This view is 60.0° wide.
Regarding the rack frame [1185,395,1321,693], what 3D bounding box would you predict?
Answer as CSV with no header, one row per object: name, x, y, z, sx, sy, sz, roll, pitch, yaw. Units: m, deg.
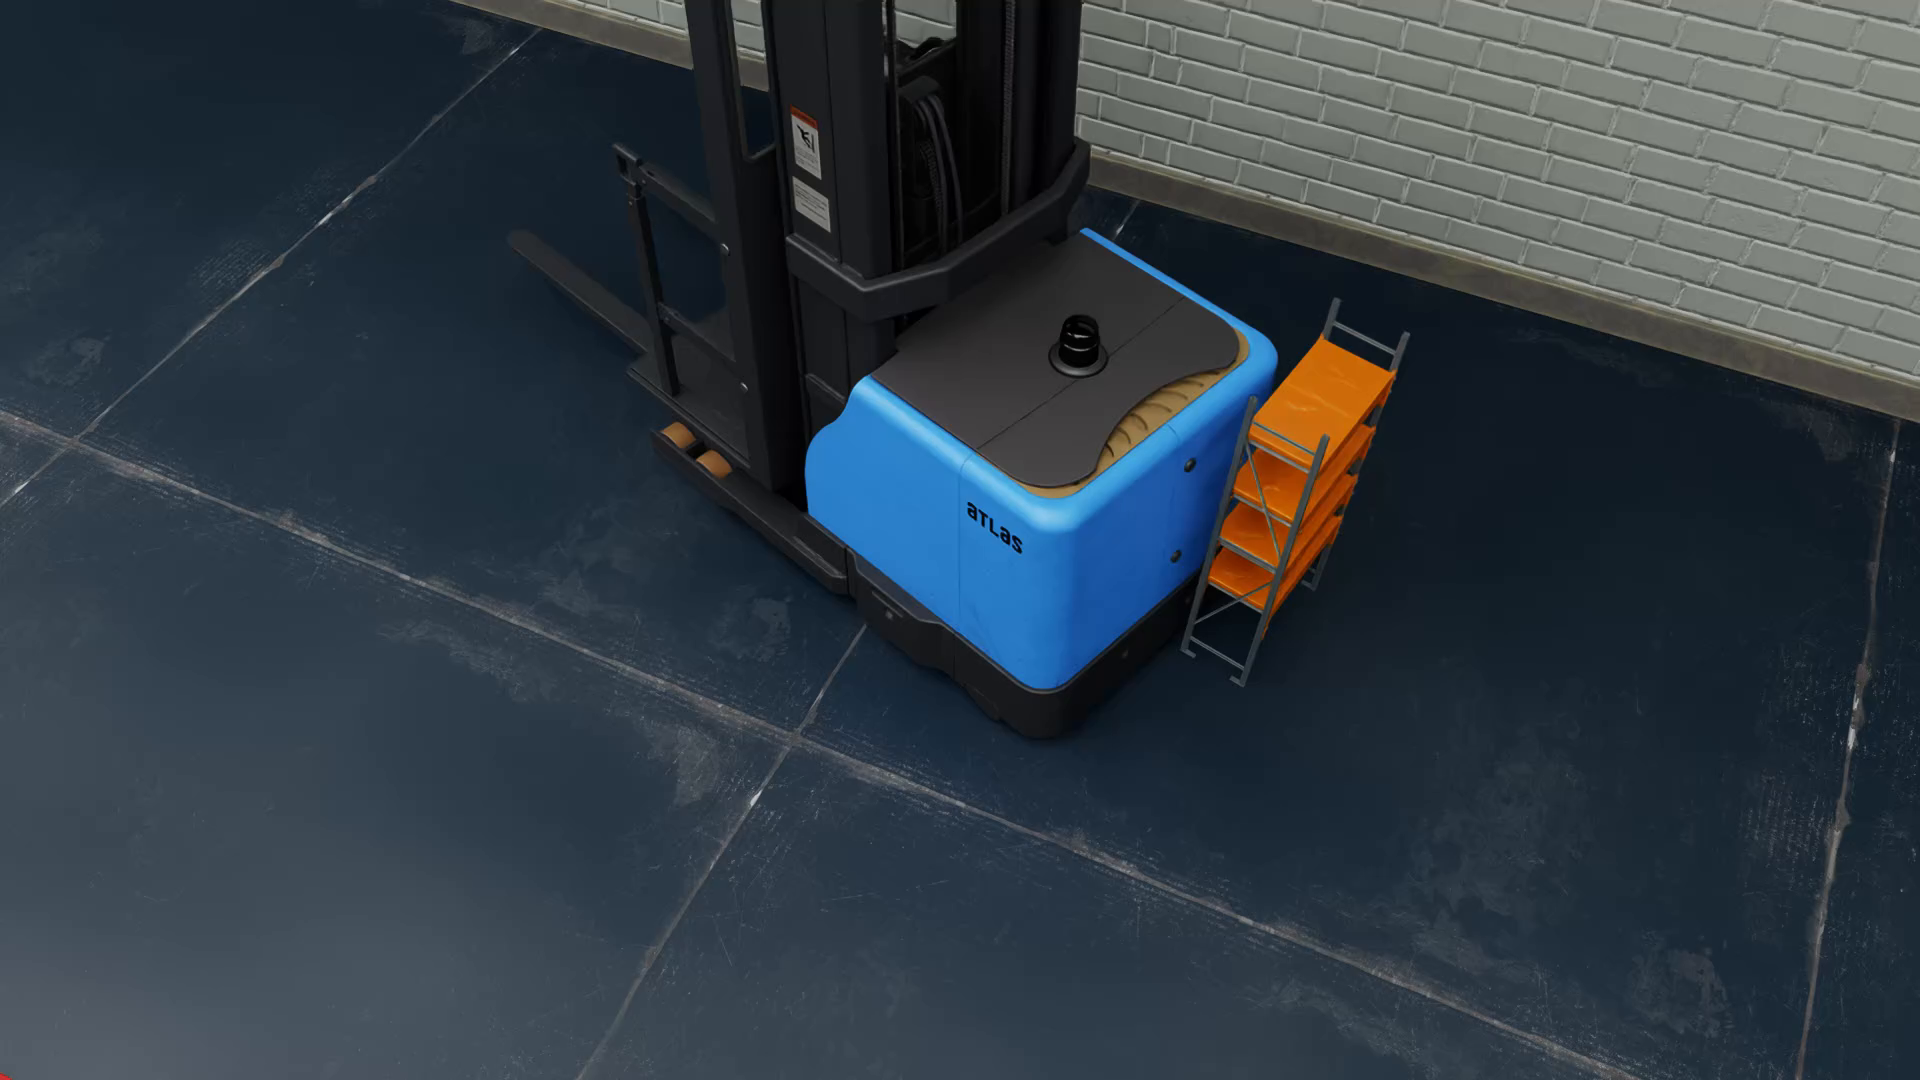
rack frame,0.845,0.048,4.916,0.240,1.200,0.015,31,56,22

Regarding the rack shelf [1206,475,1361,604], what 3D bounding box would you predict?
rack shelf,0.991,-0.057,5.094,0.258,0.148,0.480,31,56,22

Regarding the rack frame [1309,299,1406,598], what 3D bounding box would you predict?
rack frame,1.139,-0.248,5.169,0.240,1.200,0.015,31,56,22

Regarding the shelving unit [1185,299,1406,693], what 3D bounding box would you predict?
shelving unit,0.992,-0.100,5.042,0.258,1.200,0.503,31,56,22

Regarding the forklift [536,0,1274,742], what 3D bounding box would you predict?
forklift,-0.422,-1.376,4.996,1.130,2.935,3.031,-34,57,-25

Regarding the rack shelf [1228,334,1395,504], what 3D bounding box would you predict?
rack shelf,1.000,-0.349,4.739,0.258,0.148,0.480,31,56,22

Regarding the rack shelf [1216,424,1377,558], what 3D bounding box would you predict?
rack shelf,0.995,-0.199,4.922,0.258,0.148,0.480,31,56,22

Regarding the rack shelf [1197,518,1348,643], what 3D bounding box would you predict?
rack shelf,0.986,0.069,5.248,0.258,0.148,0.480,31,56,22
